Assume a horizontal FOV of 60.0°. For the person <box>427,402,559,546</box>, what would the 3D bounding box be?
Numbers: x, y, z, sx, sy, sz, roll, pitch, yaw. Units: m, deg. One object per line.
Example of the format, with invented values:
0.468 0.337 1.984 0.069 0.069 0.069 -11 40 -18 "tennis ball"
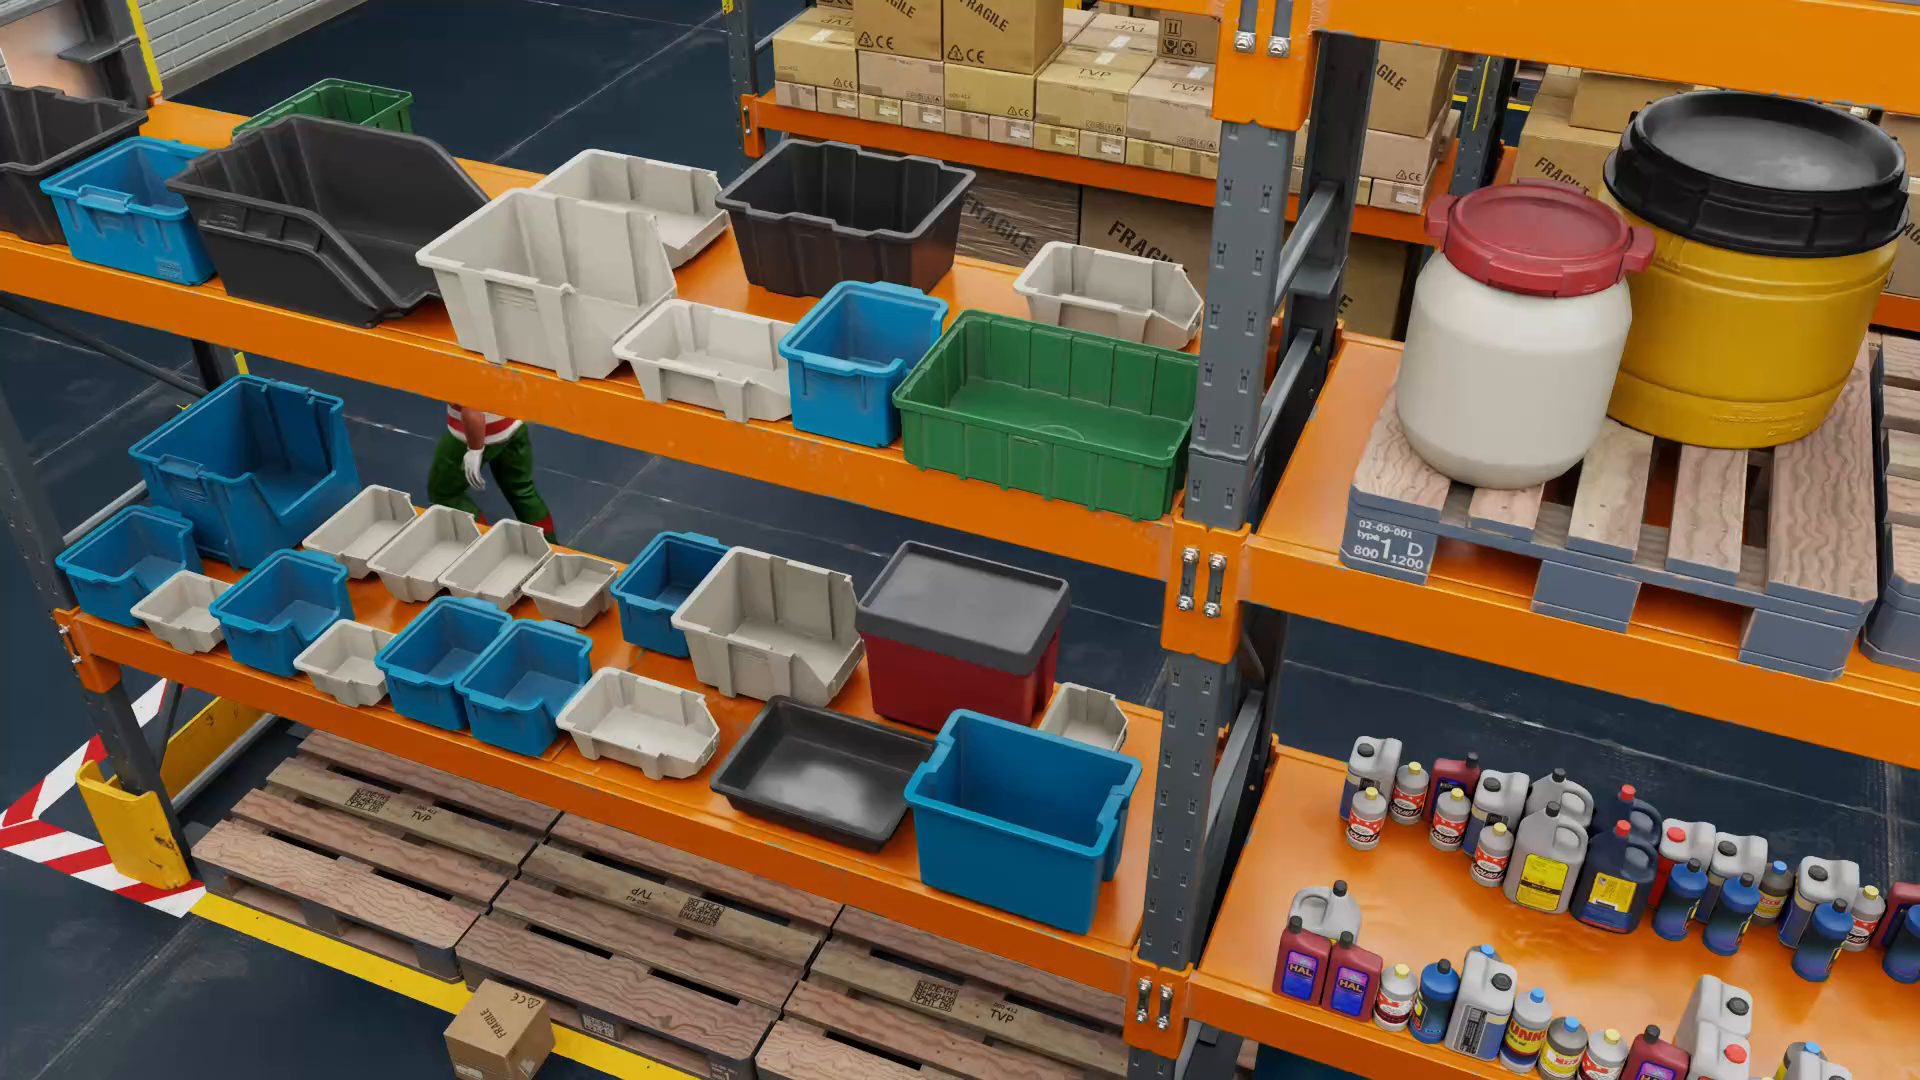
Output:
-2.150 -0.506 7.465 0.504 1.834 0.598 11 39 15 "person"
